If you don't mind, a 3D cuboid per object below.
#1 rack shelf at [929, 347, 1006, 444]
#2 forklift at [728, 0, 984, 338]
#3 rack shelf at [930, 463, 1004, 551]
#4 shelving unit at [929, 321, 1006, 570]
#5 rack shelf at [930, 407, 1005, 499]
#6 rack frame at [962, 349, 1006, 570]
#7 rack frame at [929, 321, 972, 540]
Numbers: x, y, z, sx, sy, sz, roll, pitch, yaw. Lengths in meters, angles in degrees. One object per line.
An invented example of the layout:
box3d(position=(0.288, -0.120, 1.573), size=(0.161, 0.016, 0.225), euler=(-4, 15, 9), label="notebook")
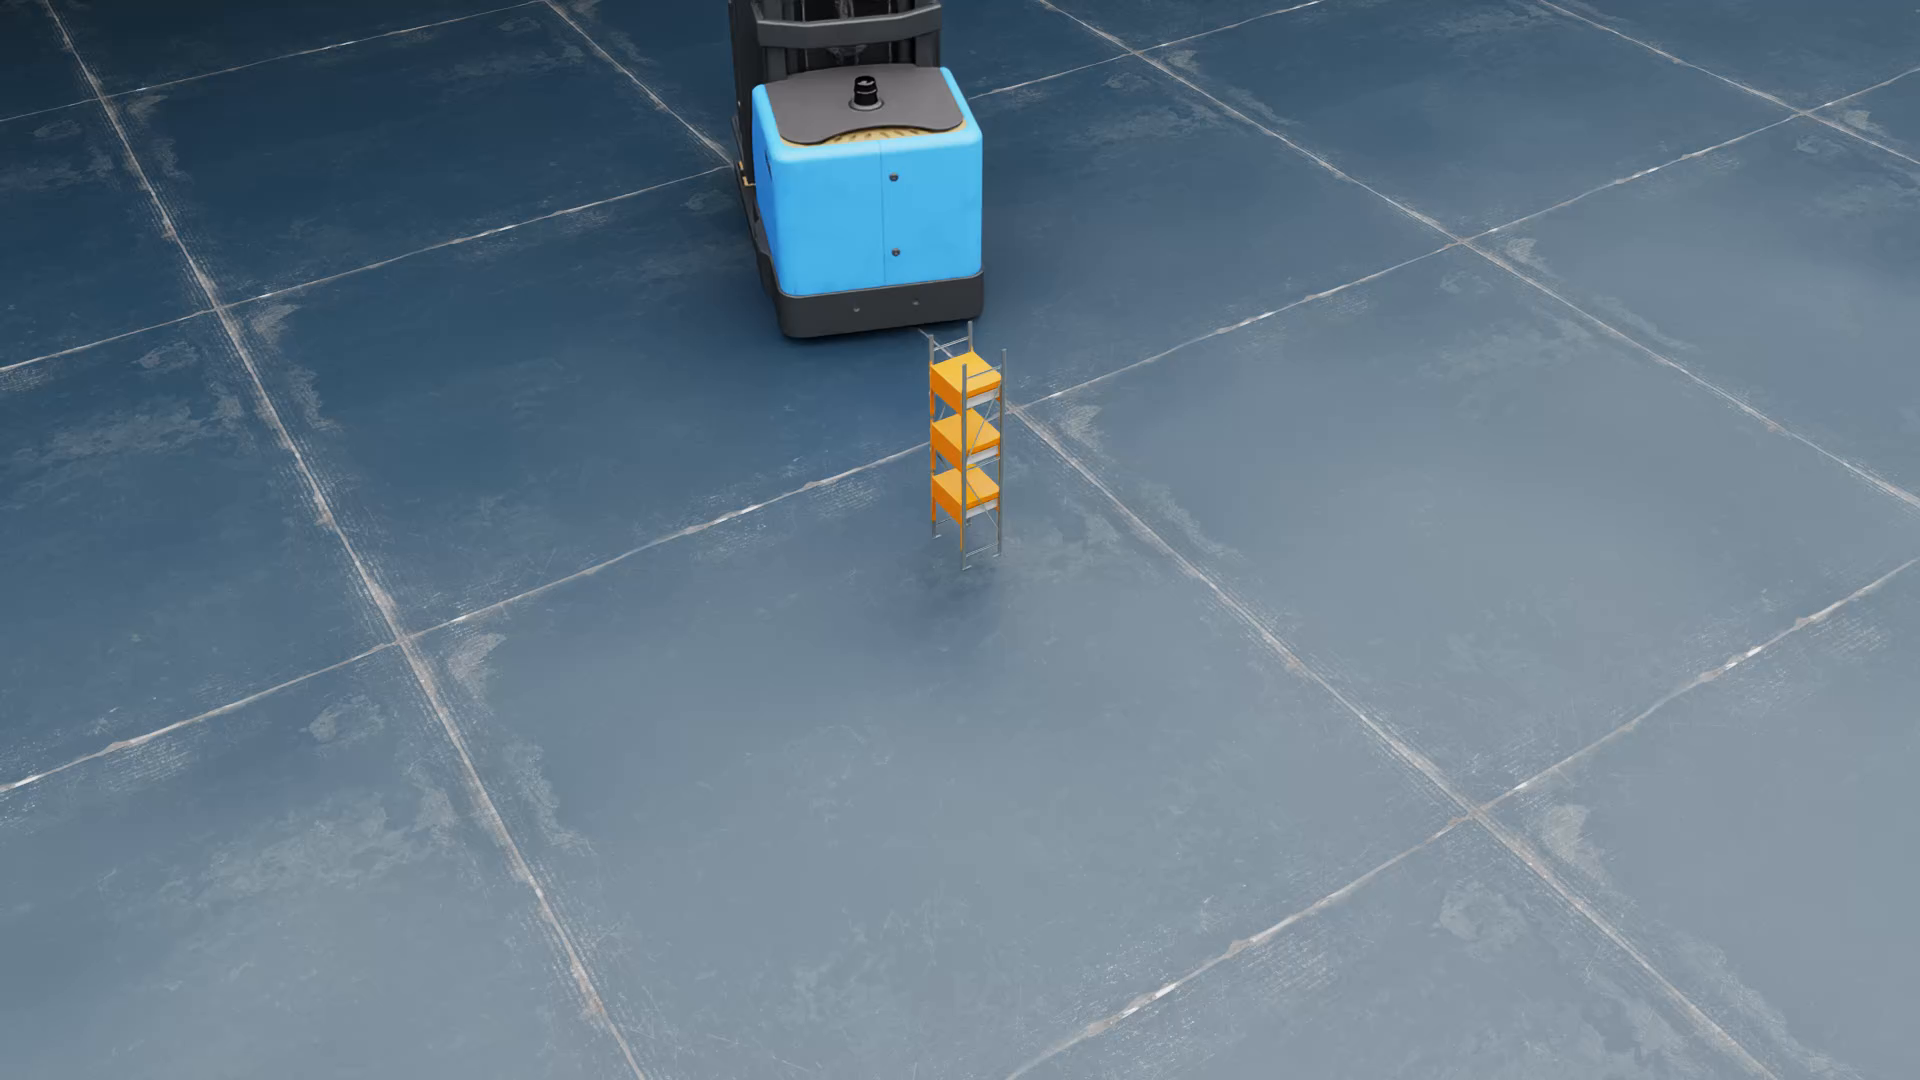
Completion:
box3d(position=(0.029, -0.584, 6.704), size=(0.215, 0.259, 0.240), euler=(-22, 45, -24), label="rack shelf")
box3d(position=(-0.698, -3.091, 8.669), size=(1.130, 2.935, 3.031), euler=(-8, 40, -10), label="forklift")
box3d(position=(0.029, -0.153, 7.064), size=(0.215, 0.259, 0.240), euler=(-22, 45, -24), label="rack shelf")
box3d(position=(0.029, -0.374, 6.879), size=(0.215, 1.050, 0.252), euler=(-22, 45, -24), label="shelving unit")
box3d(position=(0.029, -0.366, 6.886), size=(0.215, 0.259, 0.240), euler=(-22, 45, -24), label="rack shelf")
box3d(position=(0.094, -0.309, 6.800), size=(0.200, 1.050, 0.008), euler=(-22, 45, -24), label="rack frame")
box3d(position=(-0.037, -0.440, 6.958), size=(0.200, 1.050, 0.008), euler=(-22, 45, -24), label="rack frame")
